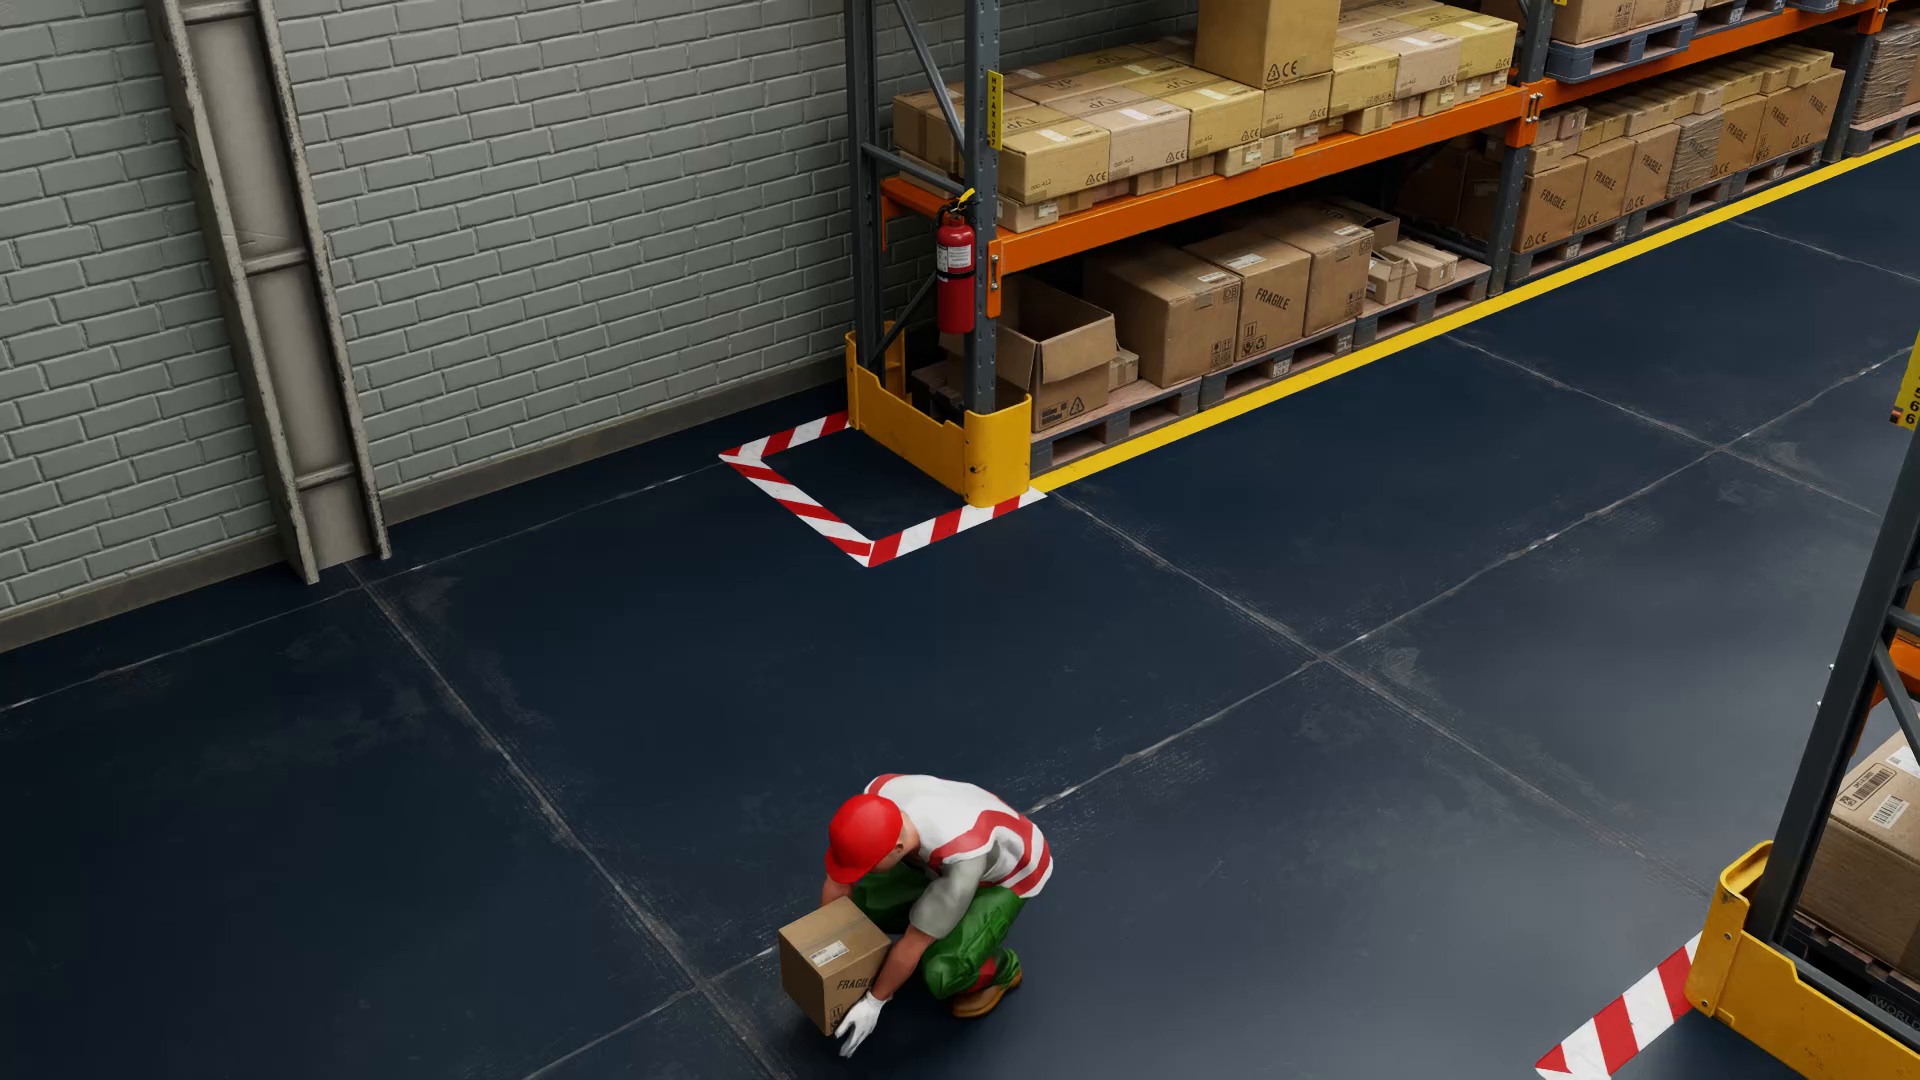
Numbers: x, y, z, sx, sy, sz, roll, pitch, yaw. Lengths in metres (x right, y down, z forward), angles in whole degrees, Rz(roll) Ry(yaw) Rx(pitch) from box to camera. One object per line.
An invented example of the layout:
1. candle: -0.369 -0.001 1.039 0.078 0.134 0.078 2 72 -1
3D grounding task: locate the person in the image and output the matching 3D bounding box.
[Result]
1. person: -0.107 1.065 5.165 0.885 0.992 0.551 -23 38 -32
